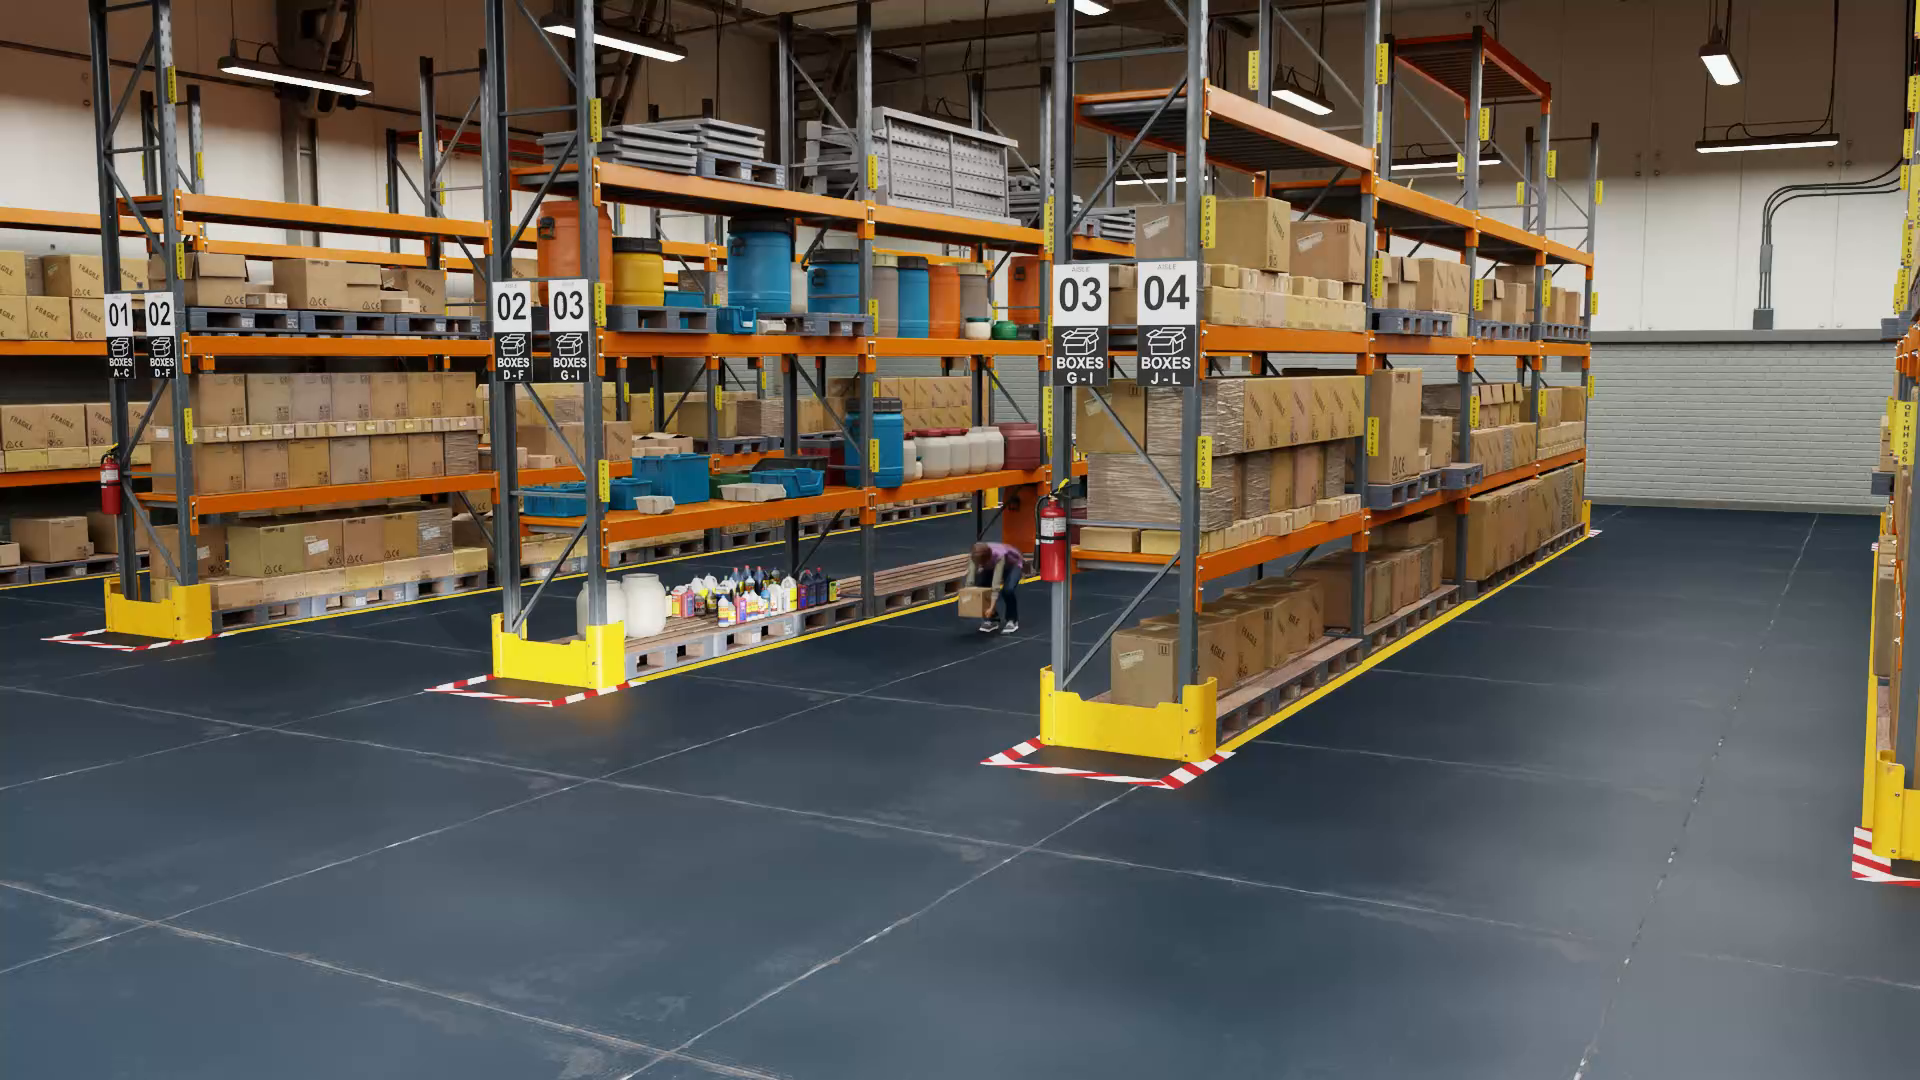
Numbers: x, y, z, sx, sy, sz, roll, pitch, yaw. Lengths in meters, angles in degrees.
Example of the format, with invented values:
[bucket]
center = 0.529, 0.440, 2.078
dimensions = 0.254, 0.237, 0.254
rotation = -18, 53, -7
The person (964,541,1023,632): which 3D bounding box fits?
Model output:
[person]
center = 0.324, 0.437, 15.766
dimensions = 0.428, 0.902, 0.857
rotation = 3, 7, 26
